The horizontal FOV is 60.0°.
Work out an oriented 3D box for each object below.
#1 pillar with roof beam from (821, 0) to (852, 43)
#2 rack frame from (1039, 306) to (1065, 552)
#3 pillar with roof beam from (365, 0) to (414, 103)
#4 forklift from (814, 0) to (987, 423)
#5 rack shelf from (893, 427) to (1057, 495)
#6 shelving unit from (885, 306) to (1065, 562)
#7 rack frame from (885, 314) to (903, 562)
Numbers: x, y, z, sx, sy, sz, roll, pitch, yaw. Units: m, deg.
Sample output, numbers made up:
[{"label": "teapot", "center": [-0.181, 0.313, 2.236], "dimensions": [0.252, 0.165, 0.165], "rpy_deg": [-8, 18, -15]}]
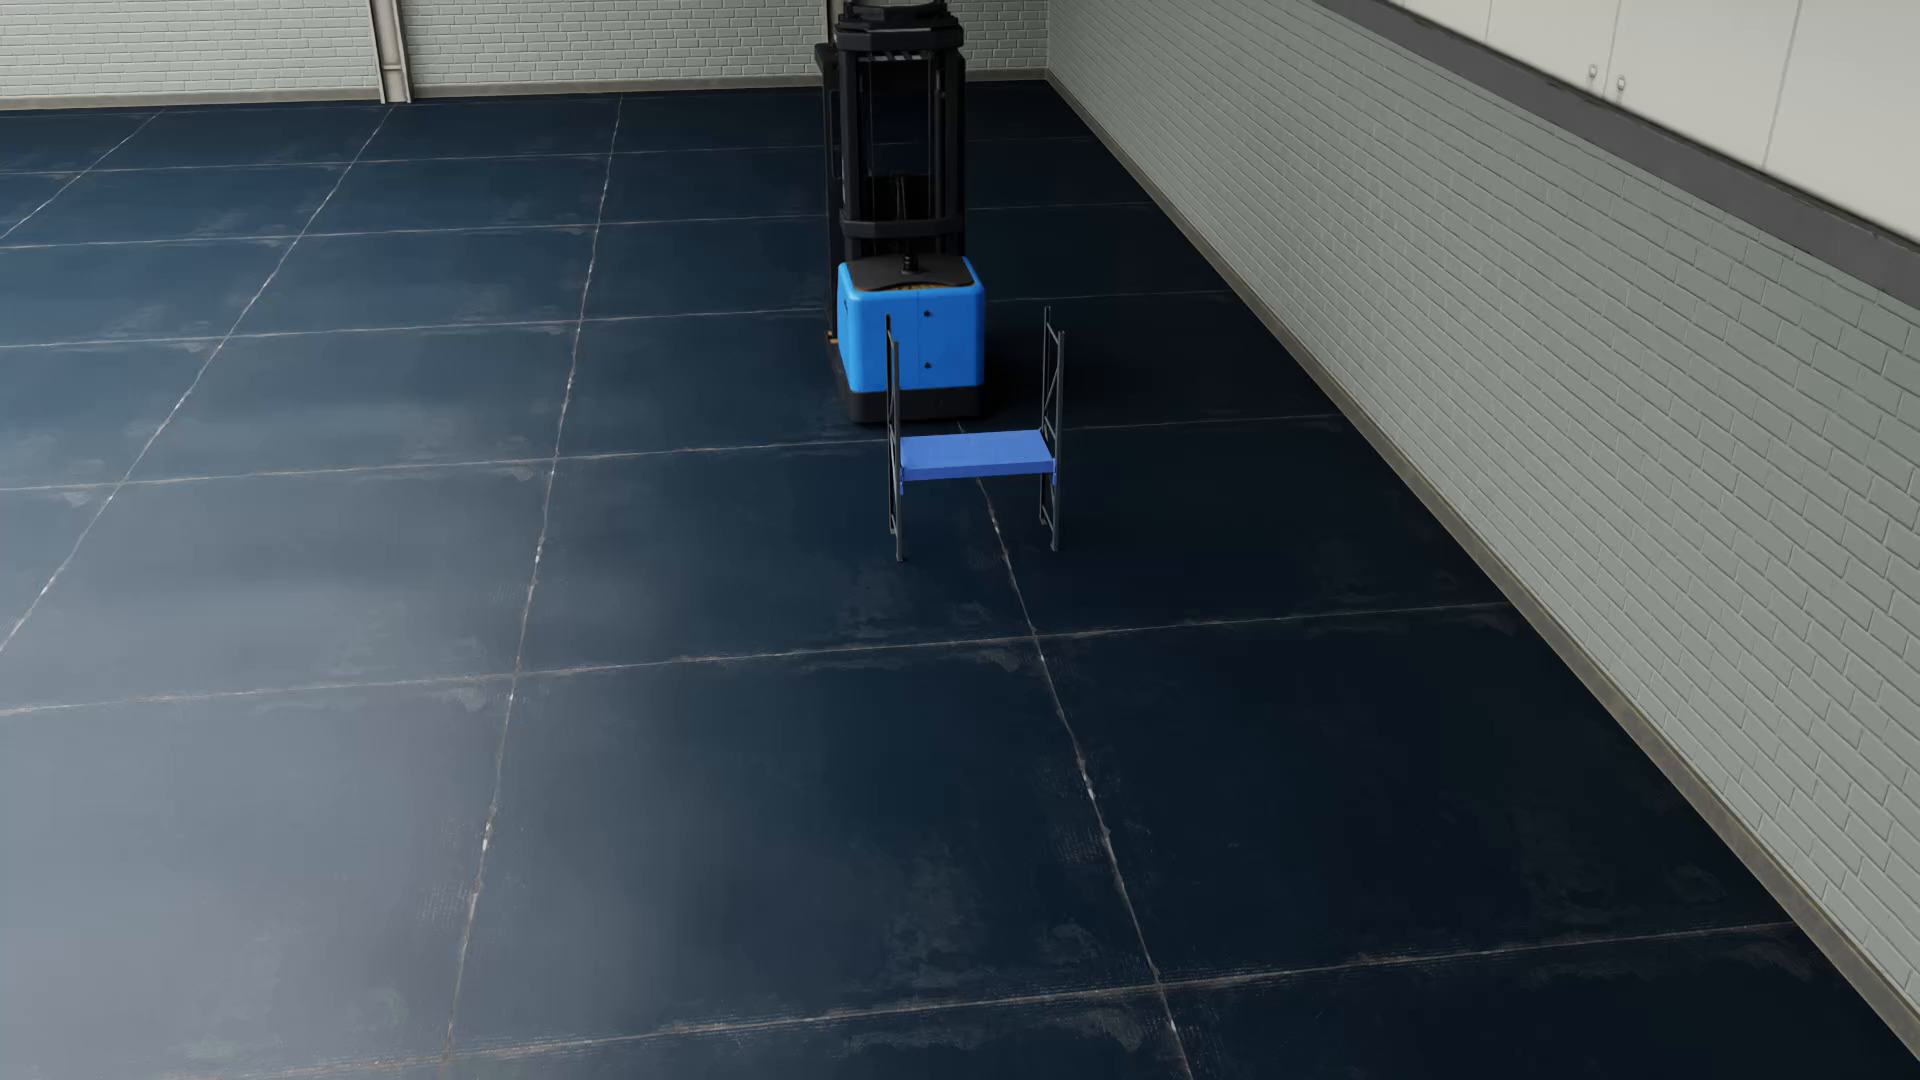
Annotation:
[{"label": "pillar with roof beam", "center": [-1.094, -8.411, 17.488], "dimensions": [0.400, 9.000, 9.100], "rpy_deg": [-4, 27, -7]}, {"label": "rack frame", "center": [0.588, -0.705, 10.684], "dimensions": [0.032, 1.500, 0.500], "rpy_deg": [-4, 27, -7]}, {"label": "pillar with roof beam", "center": [-7.035, -8.029, 16.744], "dimensions": [0.400, 9.000, 9.100], "rpy_deg": [-4, 27, -7]}, {"label": "forklift", "center": [-0.544, -2.835, 13.267], "dimensions": [1.130, 2.935, 3.031], "rpy_deg": [-4, 27, -8]}, {"label": "rack shelf", "center": [0.084, -0.513, 10.703], "dimensions": [1.000, 0.185, 0.538], "rpy_deg": [-4, 27, -7]}, {"label": "shelving unit", "center": [0.084, -0.673, 10.621], "dimensions": [1.048, 1.500, 0.538], "rpy_deg": [-4, 27, -7]}, {"label": "rack frame", "center": [-0.419, -0.640, 10.558], "dimensions": [0.032, 1.500, 0.500], "rpy_deg": [-4, 27, -7]}]
